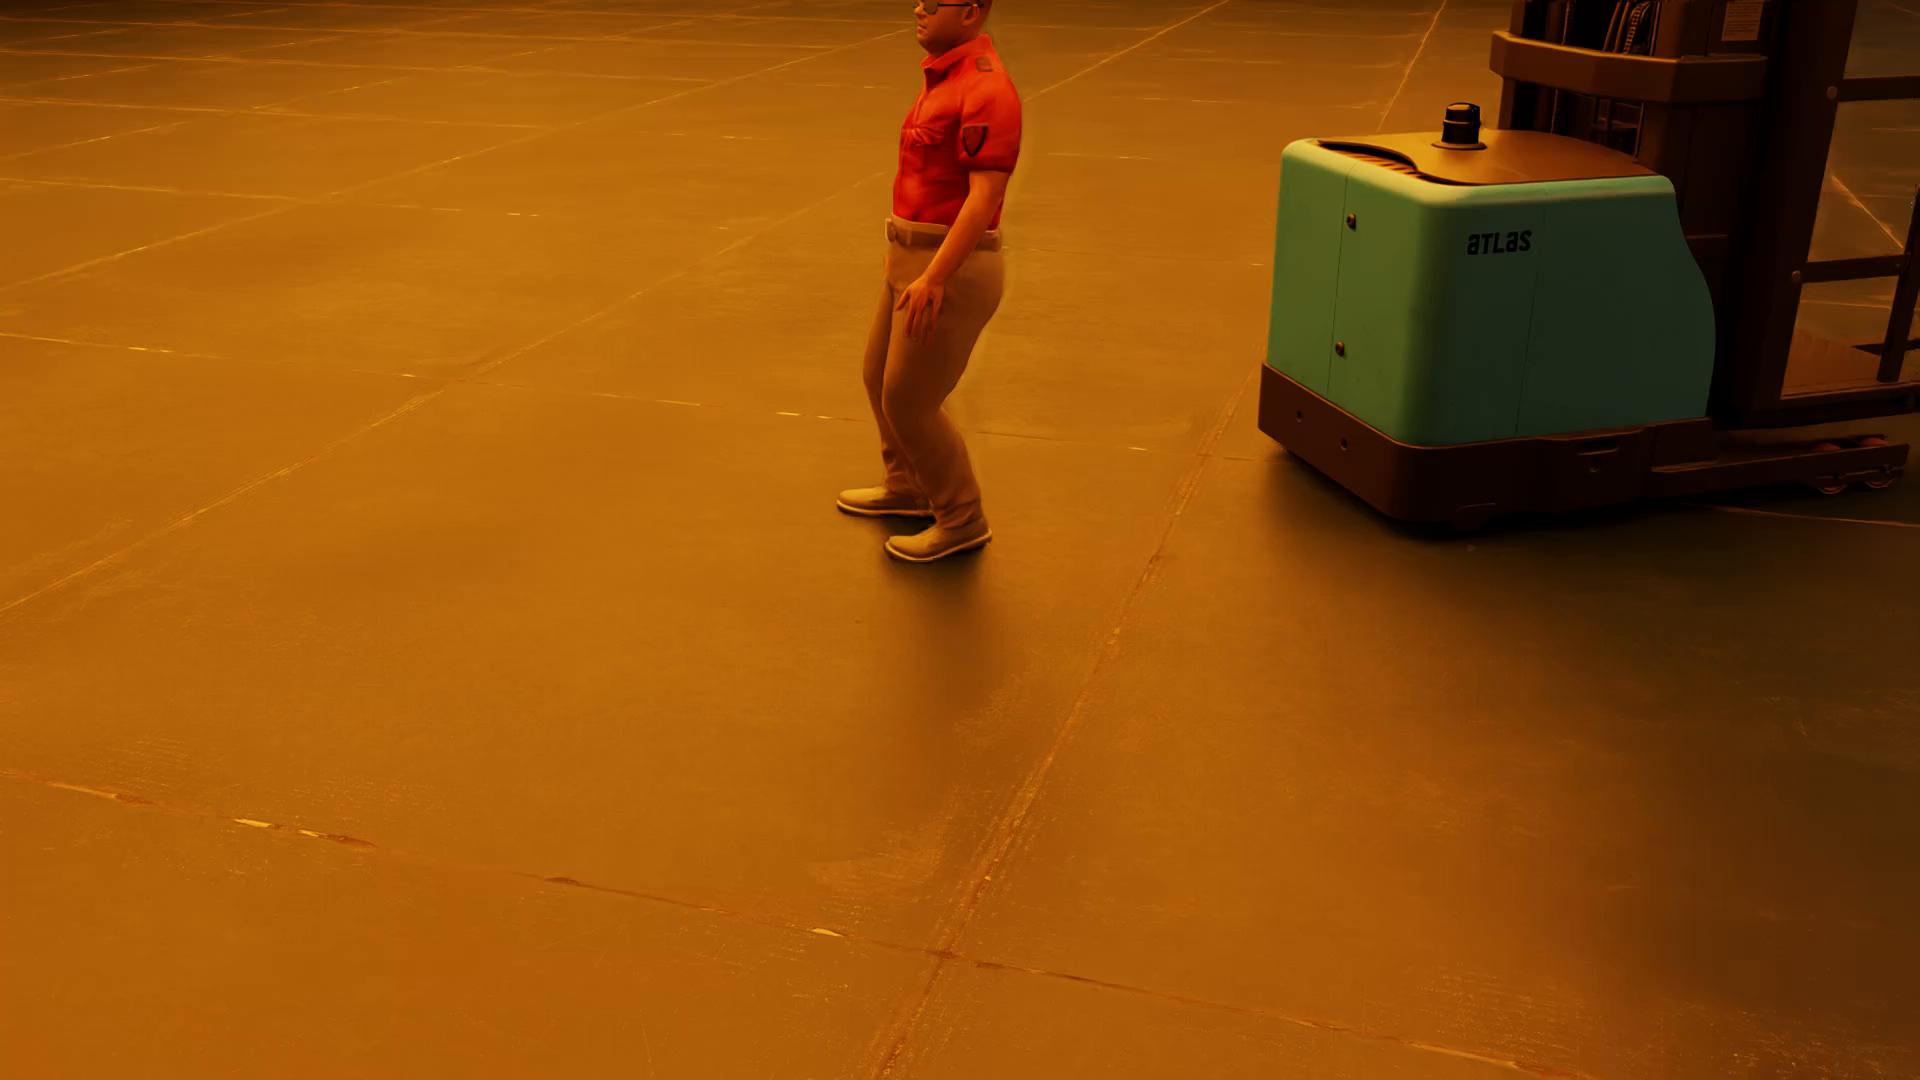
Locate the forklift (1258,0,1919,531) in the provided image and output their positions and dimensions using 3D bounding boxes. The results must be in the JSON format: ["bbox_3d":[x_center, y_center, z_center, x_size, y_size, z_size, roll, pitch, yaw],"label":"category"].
[{"bbox_3d":[2.632,-1.691,5.375,3.031,2.935,1.130,-7,23,-16],"label":"forklift"}]

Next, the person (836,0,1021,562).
[{"bbox_3d":[-0.105,-0.775,4.799,0.461,1.711,0.726,-5,23,-11],"label":"person"}]
